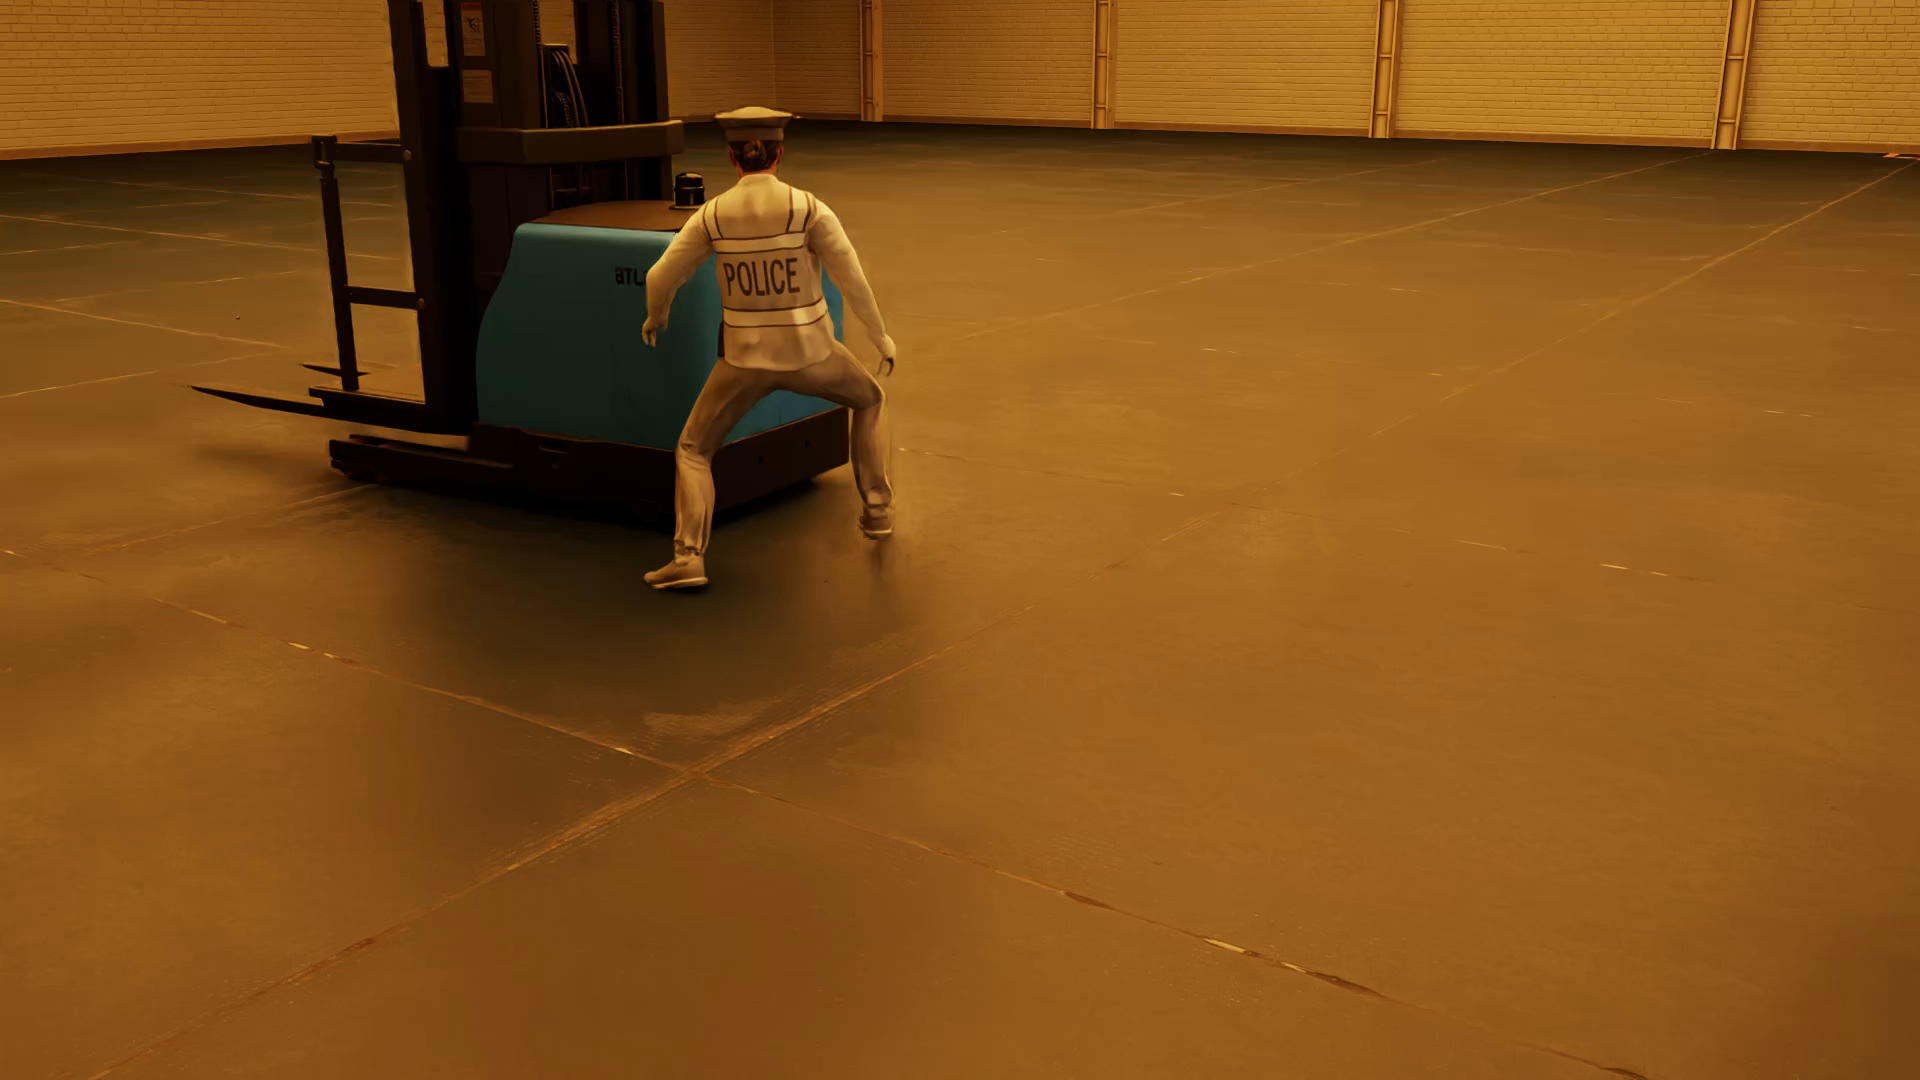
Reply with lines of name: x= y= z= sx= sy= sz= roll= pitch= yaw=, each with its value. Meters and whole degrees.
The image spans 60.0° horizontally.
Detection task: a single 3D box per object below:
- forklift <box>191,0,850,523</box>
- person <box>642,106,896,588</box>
forklift: x=-1.987 y=-1.752 z=6.692 sx=3.031 sy=2.935 sz=1.130 roll=9 pitch=19 yaw=28
person: x=-0.658 y=-0.630 z=5.468 sx=0.881 sy=1.544 sz=0.688 roll=1 pitch=17 yaw=3
